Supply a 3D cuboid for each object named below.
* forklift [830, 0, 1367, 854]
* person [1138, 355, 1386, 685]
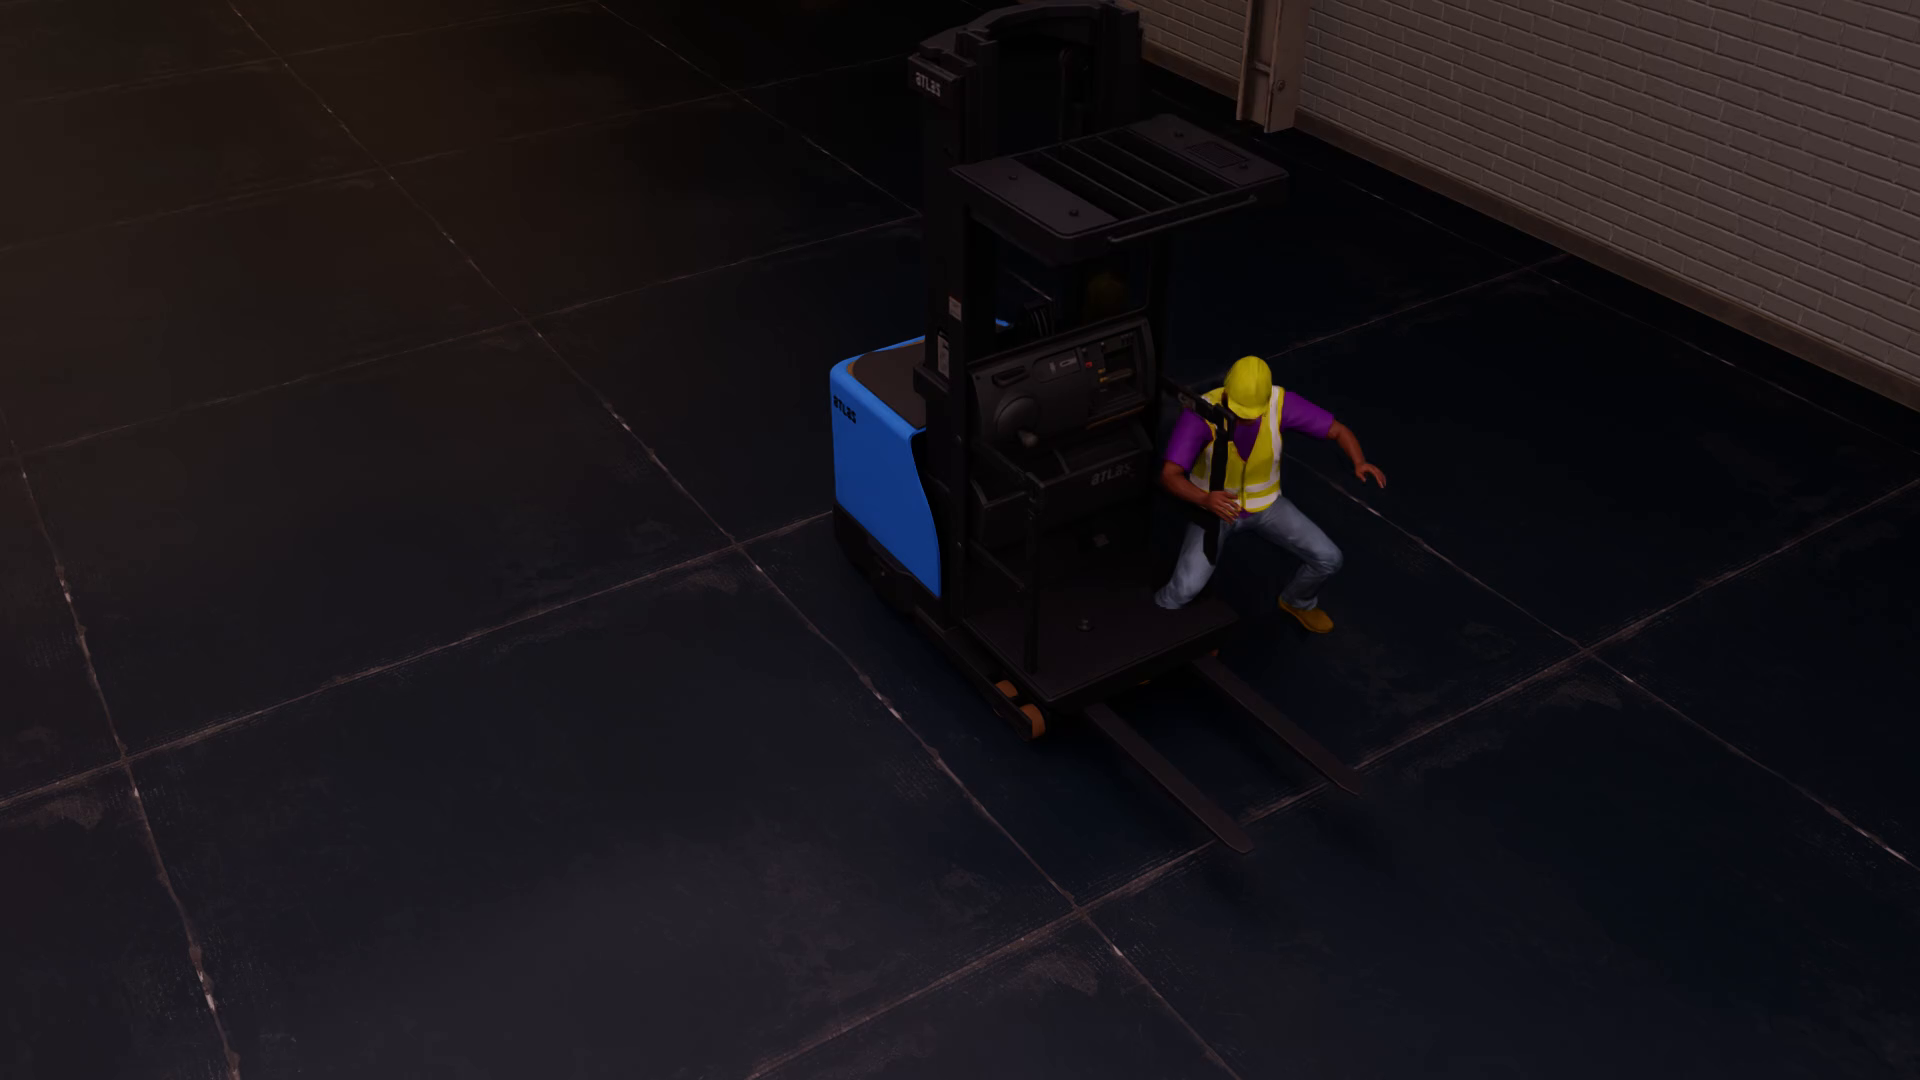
[{"bbox_3d":[0.574,-0.615,7.022,1.130,2.935,3.031,-20,40,-26],"label":"forklift"},{"bbox_3d":[1.285,-0.118,7.543,1.081,1.534,0.733,-3,35,-4],"label":"person"}]
